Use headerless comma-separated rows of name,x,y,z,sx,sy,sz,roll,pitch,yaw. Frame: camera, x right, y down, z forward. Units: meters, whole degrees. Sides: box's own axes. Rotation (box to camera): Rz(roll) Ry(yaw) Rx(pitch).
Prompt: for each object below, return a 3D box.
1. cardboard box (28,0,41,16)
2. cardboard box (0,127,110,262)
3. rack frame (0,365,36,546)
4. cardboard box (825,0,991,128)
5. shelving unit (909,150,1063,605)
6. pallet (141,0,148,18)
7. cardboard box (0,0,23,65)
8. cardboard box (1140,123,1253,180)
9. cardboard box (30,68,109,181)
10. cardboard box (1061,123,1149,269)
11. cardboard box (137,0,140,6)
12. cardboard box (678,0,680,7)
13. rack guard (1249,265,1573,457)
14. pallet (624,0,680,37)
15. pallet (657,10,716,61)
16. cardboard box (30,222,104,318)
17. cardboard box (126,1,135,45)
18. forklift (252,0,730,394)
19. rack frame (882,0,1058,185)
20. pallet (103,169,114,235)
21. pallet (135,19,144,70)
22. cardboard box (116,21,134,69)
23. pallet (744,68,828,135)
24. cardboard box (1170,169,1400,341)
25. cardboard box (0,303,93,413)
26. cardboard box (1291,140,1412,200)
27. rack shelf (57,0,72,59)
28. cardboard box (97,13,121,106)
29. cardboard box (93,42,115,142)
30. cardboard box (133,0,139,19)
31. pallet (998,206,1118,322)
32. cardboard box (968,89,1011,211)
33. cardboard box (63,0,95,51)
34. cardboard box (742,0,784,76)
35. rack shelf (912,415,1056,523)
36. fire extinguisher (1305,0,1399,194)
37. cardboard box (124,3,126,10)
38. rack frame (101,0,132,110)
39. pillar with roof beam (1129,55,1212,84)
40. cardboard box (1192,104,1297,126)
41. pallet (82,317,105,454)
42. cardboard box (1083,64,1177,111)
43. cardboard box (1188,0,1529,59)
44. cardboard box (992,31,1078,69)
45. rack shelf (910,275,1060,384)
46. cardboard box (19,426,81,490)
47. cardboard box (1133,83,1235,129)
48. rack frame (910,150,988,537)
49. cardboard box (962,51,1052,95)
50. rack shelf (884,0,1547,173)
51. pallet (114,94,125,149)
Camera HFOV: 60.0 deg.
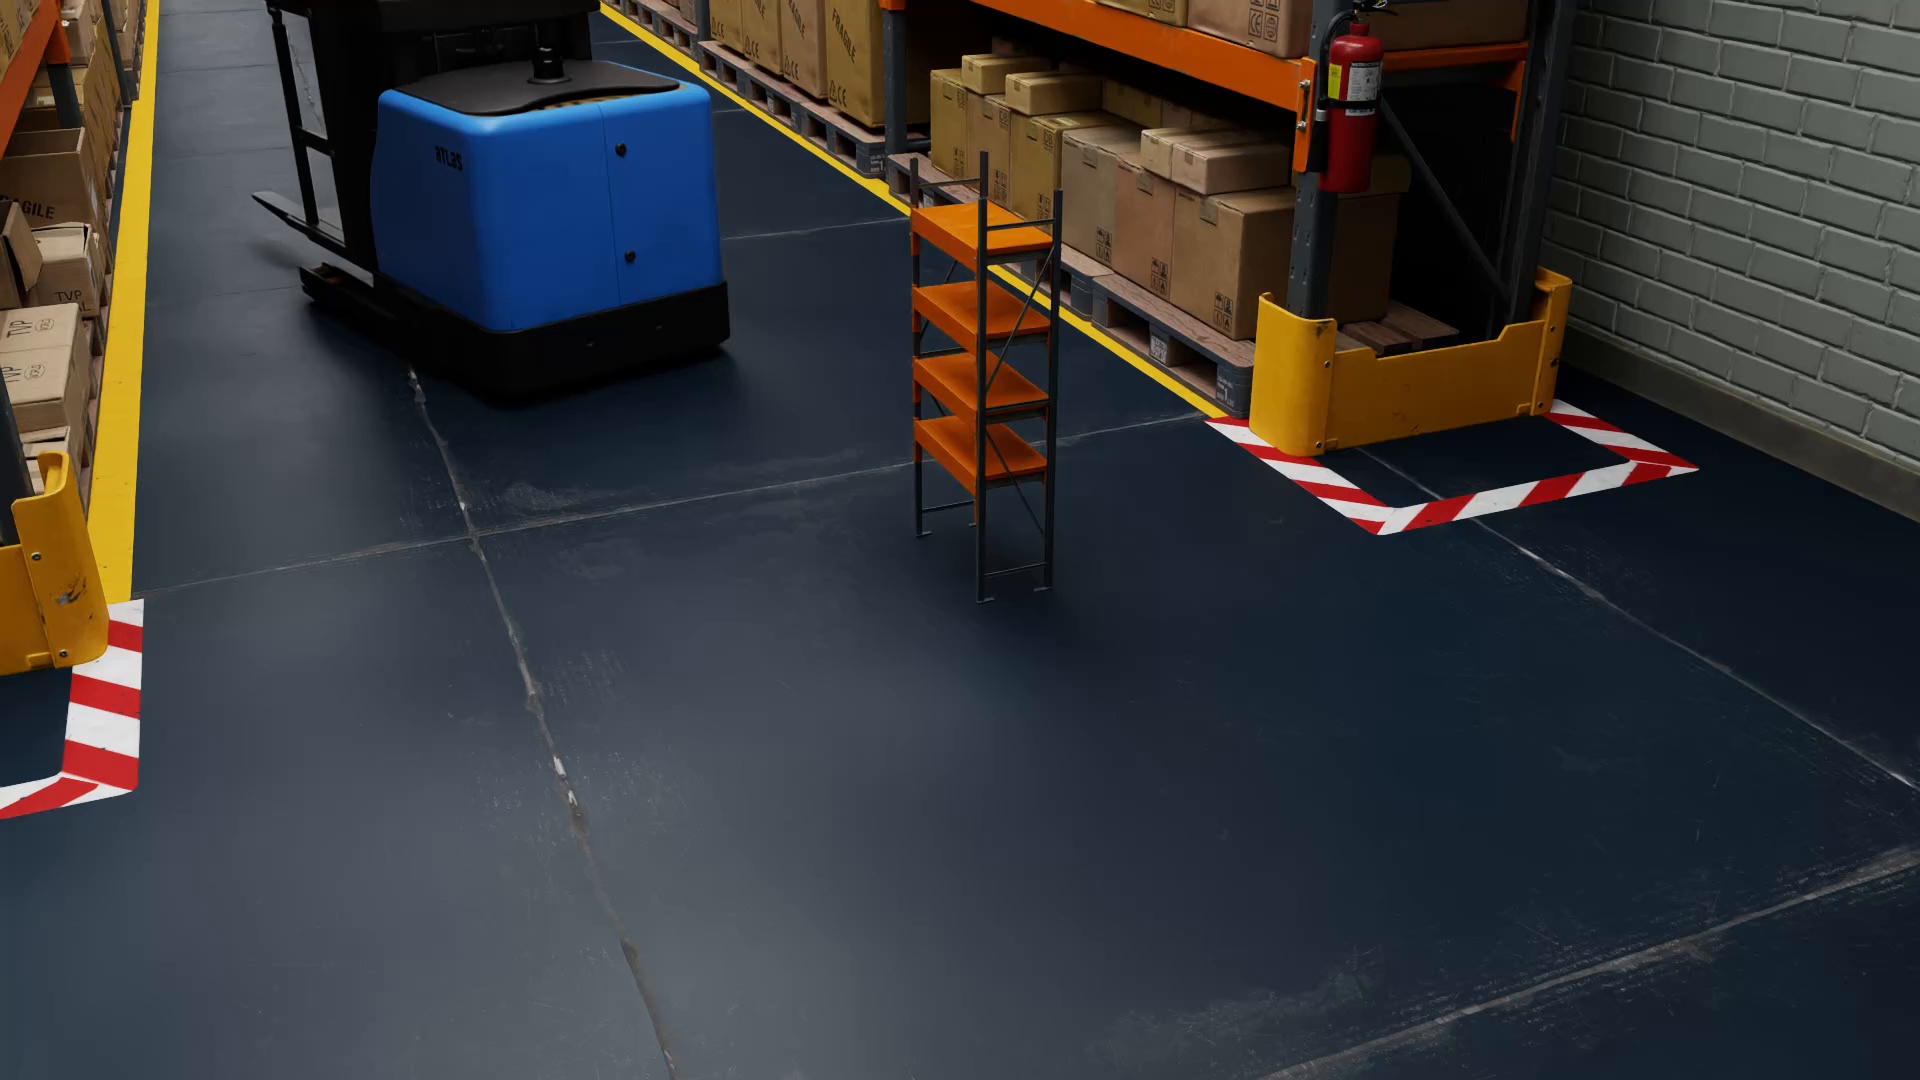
cardboard box,-3.857,-2.250,6.326,0.500,0.500,0.500,-10,28,-19
cardboard box,-4.008,-1.464,7.178,0.500,0.500,0.500,-11,28,-21
rack frame,-2.925,-0.956,3.790,1.000,3.000,0.127,-11,28,-21
cardboard box,-0.310,-2.886,9.715,0.750,0.750,0.750,-10,28,-20
shelving unit,0.065,-0.472,4.850,0.258,1.200,0.503,-11,28,-21
pallet,-7.898,-4.876,14.996,1.003,0.211,1.213,-11,28,-21
cardboard box,-3.452,-1.838,5.482,0.500,0.500,0.500,-10,28,-20
cardboard box,0.946,-1.555,6.647,0.380,0.149,0.250,-10,28,-19
cardboard box,-4.676,-2.096,8.472,0.500,0.500,0.500,-10,28,-20
cardboard box,0.871,-1.545,7.365,0.700,0.500,0.500,-12,28,-22
cardboard box,-7.196,-4.636,13.982,0.500,0.250,0.500,-11,28,-21
cardboard box,-1.926,-4.623,13.646,0.700,0.500,0.500,-11,28,-21
rack guard,1.641,-0.676,6.065,1.175,0.500,0.348,-11,28,-21
pallet,-2.280,-4.593,14.416,1.003,0.211,1.213,-11,28,-21
pallet,-1.806,-4.101,13.409,1.003,0.211,1.213,-11,28,-21
cardboard box,-3.714,-1.076,6.599,0.500,0.311,0.500,-11,28,-21
cardboard box,-6.400,-3.812,12.295,0.500,0.250,0.500,-11,28,-22
forklift,-2.280,-2.432,6.890,1.130,2.935,3.031,-21,33,-36
rack frame,0.065,-3.424,8.843,1.000,3.000,0.127,-11,28,-21
pallet,-4.845,-1.640,8.368,1.003,0.211,1.213,-11,28,-21
pallet,-6.819,-3.764,12.718,1.003,0.211,1.213,-11,28,-21
cardboard box,-5.993,-3.401,11.452,0.500,0.250,0.500,-11,28,-21
pallet,-0.788,-2.962,11.077,1.003,0.211,1.213,-11,28,-21
cardboard box,1.265,-1.140,6.536,0.700,0.500,0.500,-11,28,-21
cardboard box,-3.269,-0.590,5.673,0.500,0.250,0.500,-11,28,-21
cardboard box,1.498,-1.415,6.361,0.380,0.149,0.250,-10,28,-20
rack shelf,-5.275,-3.055,8.909,1.077,0.370,4.000,-11,28,-21
cardboard box,-5.476,-2.923,10.166,0.500,0.500,0.500,-9,28,-19
cardboard box,-5.063,-2.503,9.306,0.500,0.500,0.500,-12,28,-23
cardboard box,-6.799,-4.225,13.140,0.500,0.250,0.500,-10,28,-19
pallet,0.772,-1.357,7.789,1.003,0.211,1.213,-11,28,-21
cardboard box,0.457,-1.966,8.229,0.700,0.500,0.500,-11,28,-21
cardboard box,-5.046,-2.826,9.112,0.500,0.250,0.500,-11,28,-22
cardboard box,-0.997,-3.587,11.149,0.750,0.750,0.750,-11,28,-21
rack shelf,0.065,-0.233,4.967,0.258,0.148,0.480,-11,28,-21
fire extinguisher,1.266,-1.466,5.348,0.296,0.674,0.183,-11,28,-21
cardboard box,-6.207,-3.863,11.760,0.500,0.311,0.500,-11,28,-22
rack frame,-6.058,-4.186,10.404,1.000,3.000,0.127,-11,28,-21
pillar with roof beam,-2.826,-5.246,5.738,9.100,9.000,0.400,-11,28,-21
cardboard box,1.201,-1.721,6.986,0.380,0.149,0.250,-10,28,-20
pallet,-3.742,-0.547,6.130,1.003,0.211,1.213,-11,28,-21
cardboard box,0.799,-2.133,7.831,0.380,0.149,0.250,-10,28,-20
cardboard box,1.422,-2.148,5.888,0.980,0.700,0.700,-9,28,-18
cardboard box,0.389,-2.554,8.693,0.380,0.149,0.250,-11,28,-21
rack shelf,0.065,-0.613,4.781,0.258,0.148,0.480,-11,28,-21
cardboard box,-2.871,-0.210,4.989,0.380,0.166,0.250,-11,28,-21
cardboard box,1.000,-1.927,7.408,0.380,0.149,0.250,-10,28,-20
rack frame,-0.031,-0.571,5.052,0.240,1.200,0.015,-11,28,-21
cardboard box,0.229,-2.291,8.156,0.380,0.149,0.250,-10,28,-19
rack shelf,0.848,-2.293,7.348,1.077,0.370,4.000,-11,28,-21
pallet,-5.801,-2.625,10.386,1.003,0.211,1.213,-11,28,-21
